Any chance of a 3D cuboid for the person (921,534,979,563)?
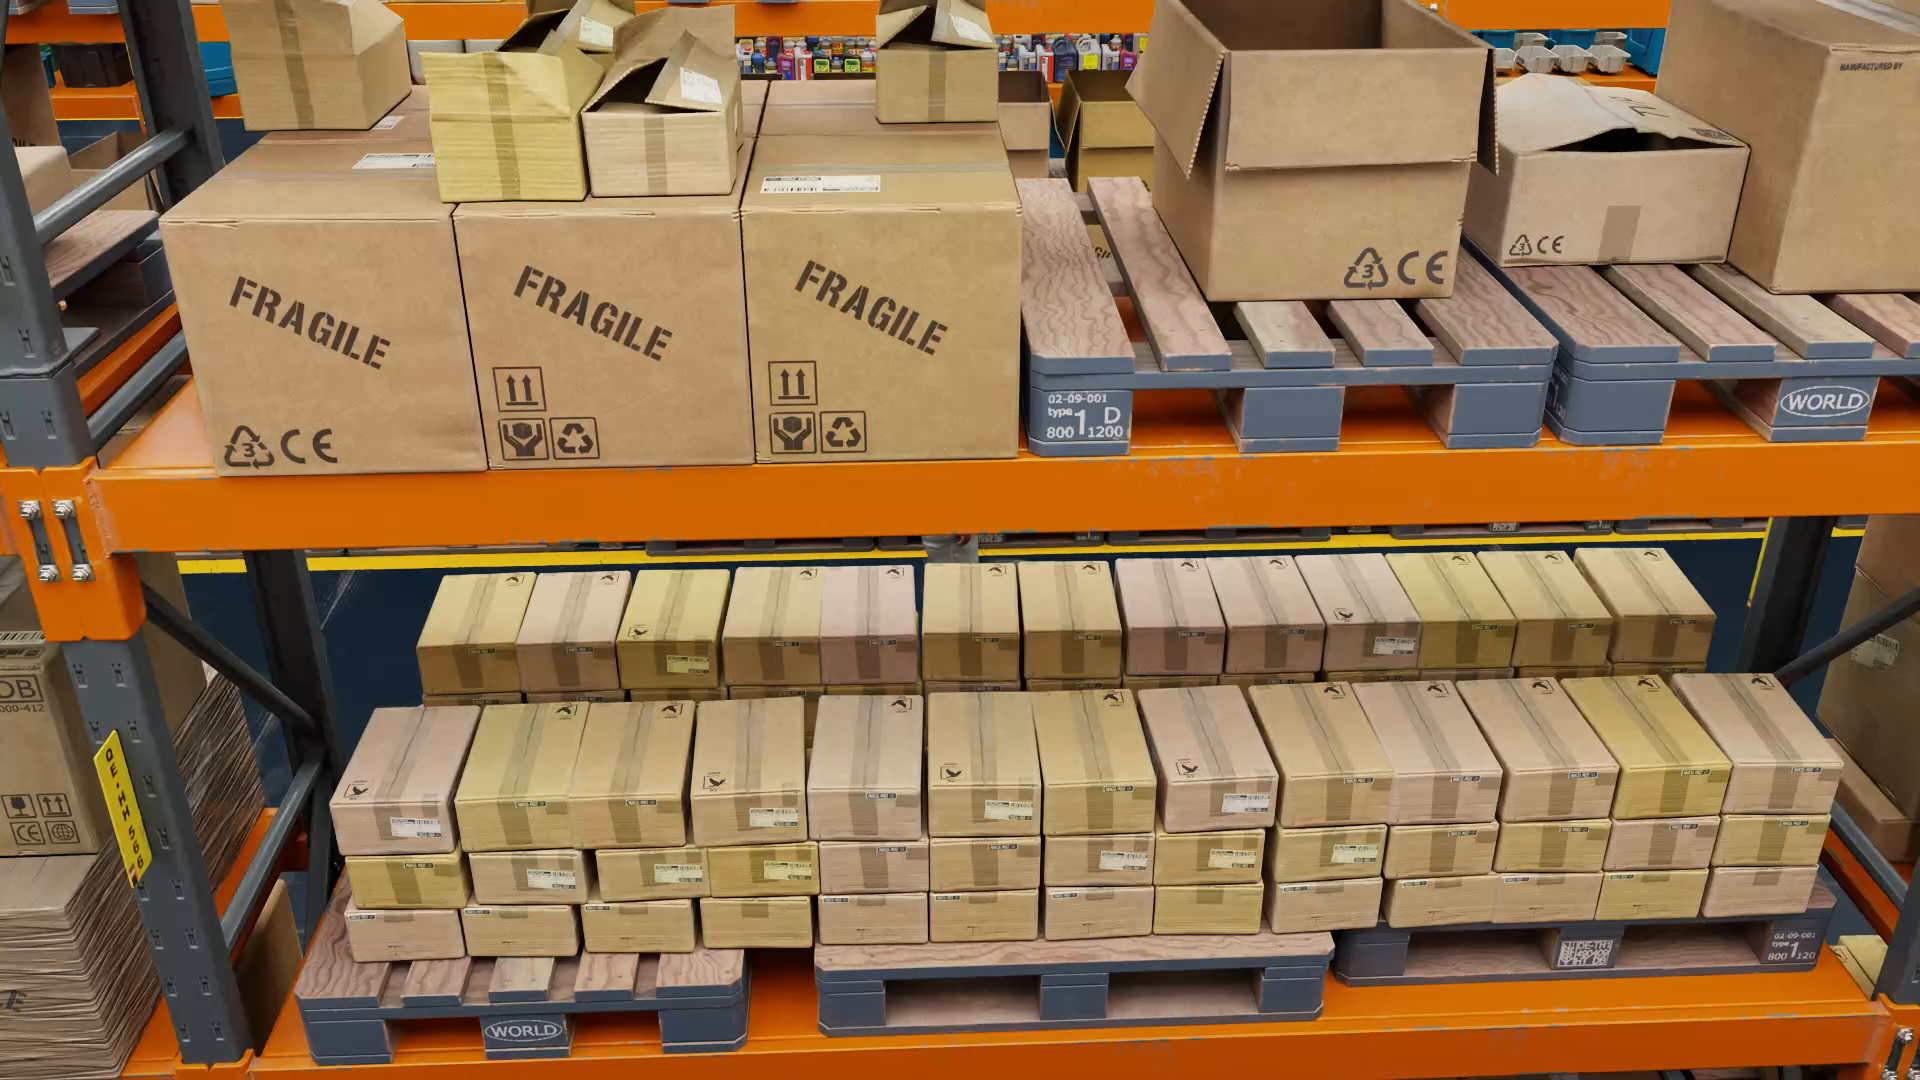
[{"bbox_3d":[-0.028,-0.184,7.463,0.470,1.665,0.565,-3,28,-6],"label":"person"}]
